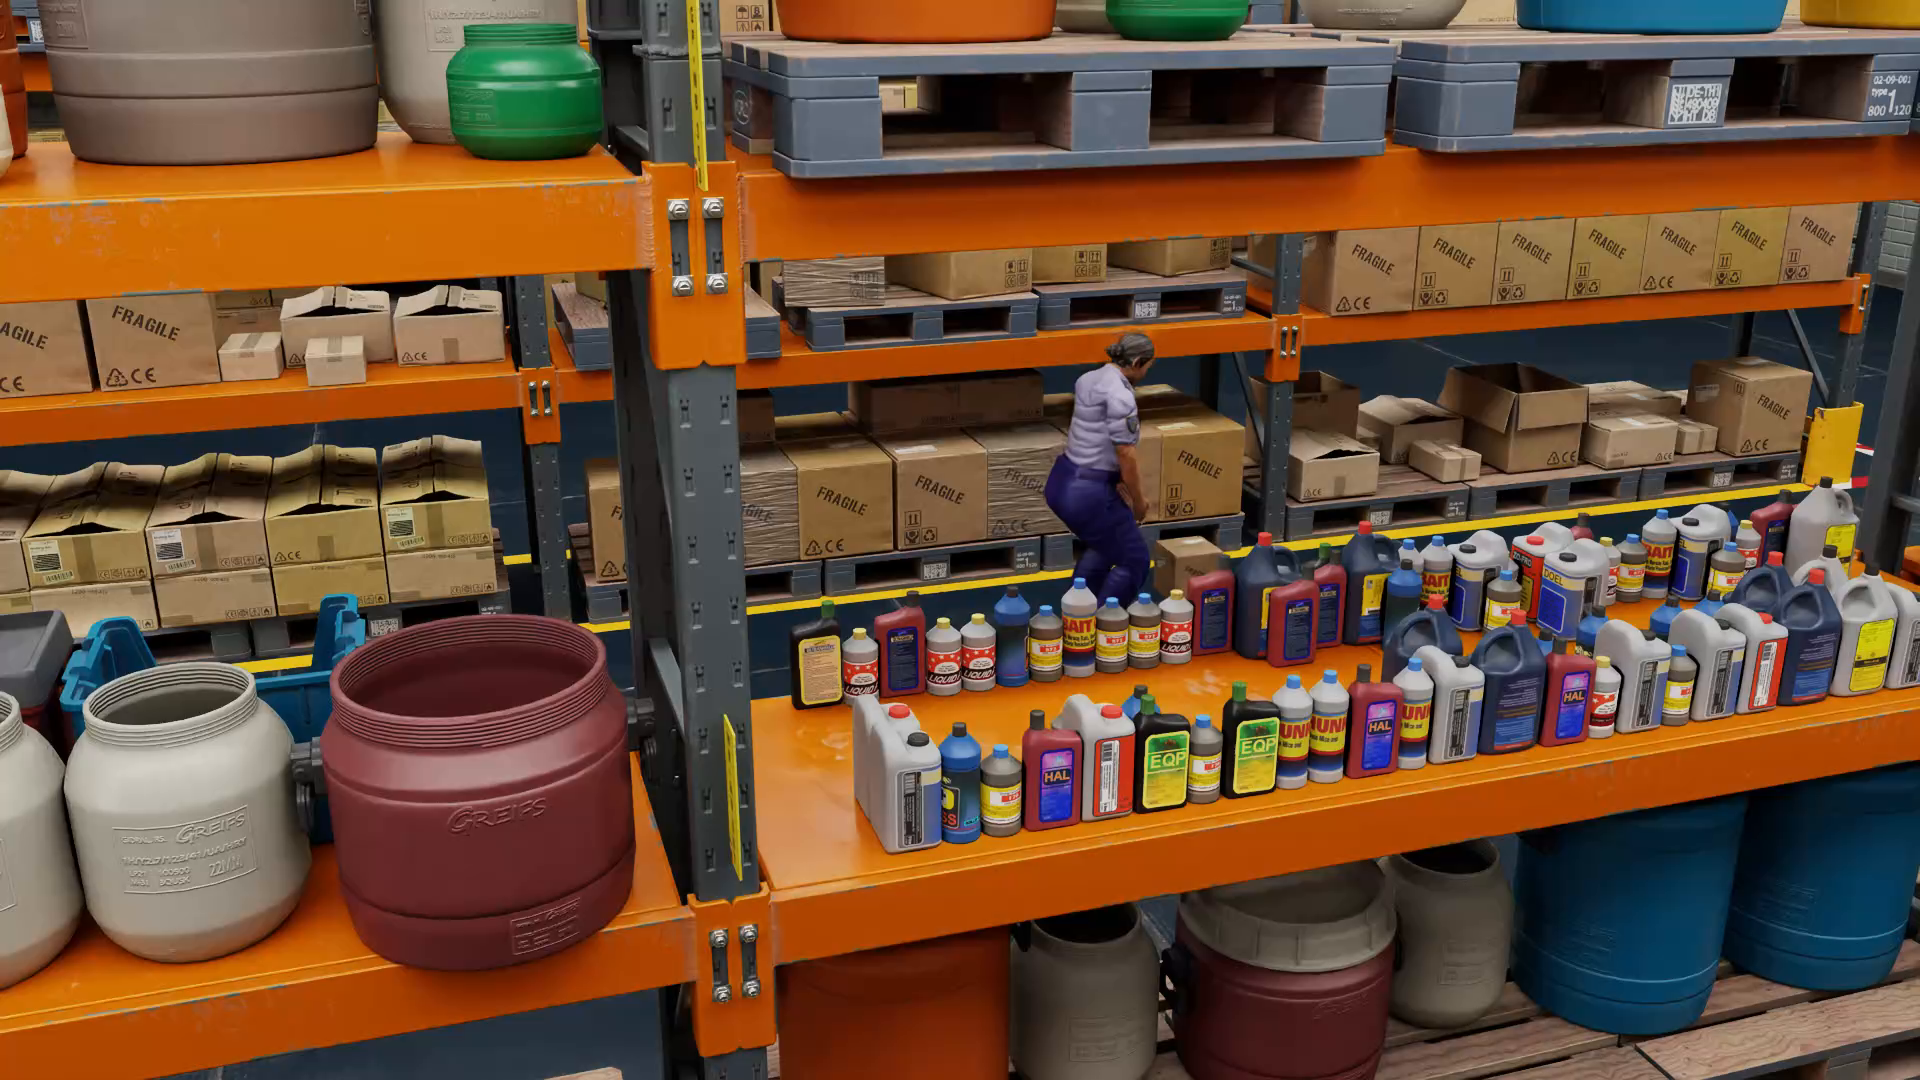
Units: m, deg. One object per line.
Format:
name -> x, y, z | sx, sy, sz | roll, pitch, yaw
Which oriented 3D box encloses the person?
person -> 0.663, -0.218, 7.928 | 0.507, 1.517, 0.519 | -6, 20, -16
